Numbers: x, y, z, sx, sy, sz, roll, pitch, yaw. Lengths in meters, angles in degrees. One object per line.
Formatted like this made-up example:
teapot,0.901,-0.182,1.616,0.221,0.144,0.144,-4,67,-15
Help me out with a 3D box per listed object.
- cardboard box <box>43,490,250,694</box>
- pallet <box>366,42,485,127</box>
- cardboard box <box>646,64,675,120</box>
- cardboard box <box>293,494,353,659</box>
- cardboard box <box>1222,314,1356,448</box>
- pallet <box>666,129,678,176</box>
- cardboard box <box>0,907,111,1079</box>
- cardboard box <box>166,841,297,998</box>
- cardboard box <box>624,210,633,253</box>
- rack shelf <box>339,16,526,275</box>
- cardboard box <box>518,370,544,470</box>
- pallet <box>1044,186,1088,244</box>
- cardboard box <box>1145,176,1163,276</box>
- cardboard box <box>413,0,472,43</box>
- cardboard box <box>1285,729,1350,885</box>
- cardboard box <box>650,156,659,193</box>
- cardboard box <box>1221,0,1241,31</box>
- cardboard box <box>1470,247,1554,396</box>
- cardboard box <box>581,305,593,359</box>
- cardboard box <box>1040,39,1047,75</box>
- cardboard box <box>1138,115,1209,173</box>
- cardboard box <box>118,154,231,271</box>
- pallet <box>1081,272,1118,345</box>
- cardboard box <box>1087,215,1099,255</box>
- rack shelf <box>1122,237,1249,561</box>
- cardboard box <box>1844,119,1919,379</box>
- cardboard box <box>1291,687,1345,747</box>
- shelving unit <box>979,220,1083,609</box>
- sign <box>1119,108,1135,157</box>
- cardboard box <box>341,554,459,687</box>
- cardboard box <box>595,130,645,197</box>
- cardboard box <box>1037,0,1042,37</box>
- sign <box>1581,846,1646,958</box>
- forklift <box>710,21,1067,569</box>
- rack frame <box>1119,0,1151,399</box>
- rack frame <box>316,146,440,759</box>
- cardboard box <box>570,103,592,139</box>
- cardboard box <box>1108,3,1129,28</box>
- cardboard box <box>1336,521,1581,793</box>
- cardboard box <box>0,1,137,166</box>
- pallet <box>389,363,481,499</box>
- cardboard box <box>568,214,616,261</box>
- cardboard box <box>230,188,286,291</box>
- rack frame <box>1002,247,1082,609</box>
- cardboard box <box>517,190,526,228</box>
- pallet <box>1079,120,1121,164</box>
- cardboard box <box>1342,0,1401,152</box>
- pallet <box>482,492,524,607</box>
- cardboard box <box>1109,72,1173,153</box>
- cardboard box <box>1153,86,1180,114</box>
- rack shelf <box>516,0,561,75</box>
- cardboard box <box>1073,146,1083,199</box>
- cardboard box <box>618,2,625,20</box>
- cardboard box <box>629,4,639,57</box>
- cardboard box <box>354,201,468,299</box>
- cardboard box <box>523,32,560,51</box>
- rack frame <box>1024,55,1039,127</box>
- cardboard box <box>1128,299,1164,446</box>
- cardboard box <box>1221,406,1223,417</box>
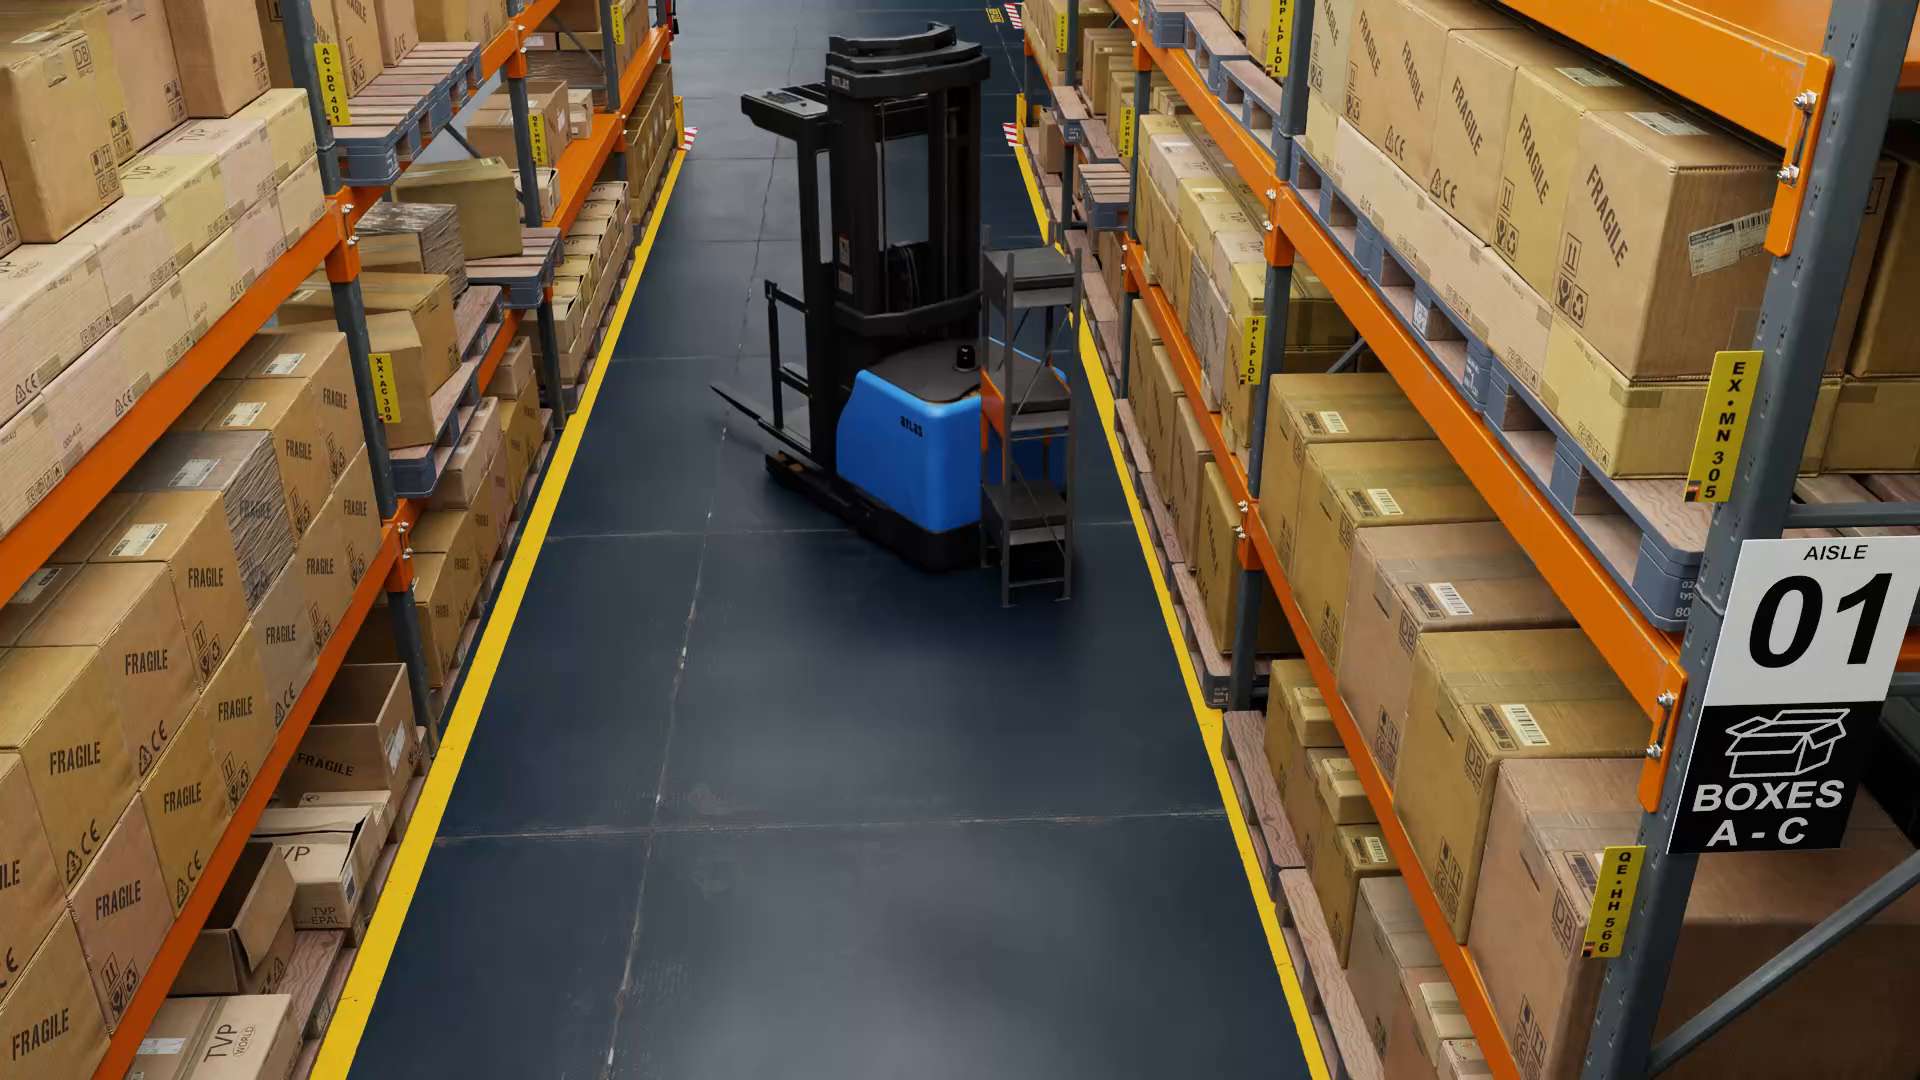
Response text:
cardboard box,-2.722,0.173,5.485,0.500,0.500,0.500,-2,28,-3
pallet,-3.109,-2.297,8.369,1.213,0.211,1.003,-1,28,-3
cardboard box,-3.389,-4.869,18.050,0.500,0.500,0.500,-1,28,-3
cardboard box,-2.777,0.150,6.611,0.500,0.500,0.500,-1,28,-1
cardboard box,1.583,-0.782,8.054,0.500,0.500,0.500,-2,28,-3
pallet,-3.633,-4.222,18.116,1.003,0.211,1.213,-1,28,-3
cardboard box,-2.639,1.323,4.361,0.500,0.500,0.500,-1,28,-2
cardboard box,-2.985,1.511,6.333,0.797,0.503,0.637,-1,28,-3
cardboard box,-3.195,-2.745,14.789,0.500,0.250,0.500,-2,28,-3
rack shelf,-3.192,-2.203,8.764,1.077,0.370,4.000,-1,28,-3
cardboard box,-3.014,-0.776,10.722,0.500,0.500,0.500,0,28,-1
pallet,1.371,-3.157,16.075,1.003,0.211,1.213,-1,28,-3
cardboard box,1.438,-1.949,10.293,0.500,0.500,0.500,0,28,-1
cardboard box,-3.187,-2.814,9.049,0.910,0.500,0.500,-1,28,-3
cardboard box,1.818,1.112,7.122,0.700,0.500,0.500,-2,28,-3
cardboard box,-3.269,-3.613,16.454,0.500,0.250,0.500,-1,28,-3
cardboard box,1.829,-3.084,9.093,0.700,0.500,0.500,0,28,0
cardboard box,1.736,-0.609,4.529,0.500,0.250,0.500,-2,28,-5
cardboard box,-3.058,-1.564,12.524,0.500,0.250,0.500,-2,28,-4
cardboard box,1.054,-4.700,16.159,0.500,0.250,0.500,-2,28,-3
cardboard box,1.418,-2.525,10.586,0.500,0.250,0.500,-1,28,-1
cardboard box,-2.745,-1.073,5.442,0.500,0.250,0.500,-1,28,-3
pallet,1.550,-1.923,13.710,1.003,0.211,1.213,-1,28,-3
cardboard box,1.496,-2.831,14.662,0.700,0.500,0.500,0,28,-1
rack shelf,1.754,-0.994,9.691,1.077,0.370,4.000,-1,28,-3
cardboard box,2.271,-0.712,3.917,0.500,0.500,0.500,-2,28,-5
cardboard box,1.631,0.755,7.106,0.380,0.149,0.250,0,28,-1
shelving unit,0.378,-0.672,9.268,0.431,2.100,0.503,-7,28,-12
sign,1.108,-2.698,11.012,0.100,0.325,0.005,-1,28,-3
cardboard box,-2.870,0.416,8.437,0.500,0.500,0.500,-3,28,-5
cardboard box,-3.217,-3.484,15.395,0.500,0.500,0.500,-1,28,-3
cardboard box,1.032,-5.273,16.446,0.500,0.500,0.500,-1,28,-1
sign,1.525,0.846,3.876,0.100,0.325,0.005,-1,28,-3
forklift,-0.629,-1.753,10.442,1.130,2.935,3.031,-19,33,-32
rack frame,1.650,-2.237,11.295,1.000,3.000,0.127,-1,28,-3
rack frame,-3.088,-0.268,7.521,1.000,3.000,0.127,-1,28,-3
cardboard box,-3.276,-3.502,13.865,0.396,0.266,0.258,-2,28,-4
cardboard box,1.625,-4.581,15.119,0.500,0.500,0.500,-2,28,-4
cardboard box,1.951,0.401,5.913,0.980,0.700,0.700,-3,28,-5
cardboard box,-3.108,-1.397,5.252,0.700,0.500,0.500,-1,28,-3
pallet,-3.021,-0.555,8.278,1.003,0.211,1.213,-1,28,-3
cardboard box,-3.141,-2.528,13.766,0.500,0.311,0.500,-1,28,-3
cardboard box,-2.781,-1.082,6.000,0.500,0.250,0.500,-1,28,-3
rack frame,0.437,-0.562,9.058,0.400,2.100,0.015,-7,28,-12
cardboard box,-3.272,-2.245,11.407,0.500,0.311,0.500,0,28,1
pallet,1.506,-3.065,13.090,1.003,0.211,1.213,-1,28,-3
cardboard box,1.649,-1.643,5.702,0.500,0.500,0.500,-2,28,-4
pallet,-3.235,0.029,9.967,1.003,0.211,1.213,-1,28,-3
cardboard box,1.528,-3.268,12.688,0.700,0.500,0.500,-1,28,-3
cardboard box,1.570,-3.071,11.609,0.380,0.149,0.250,-6,28,-11
rack shelf,-3.401,-4.050,12.306,1.077,0.370,4.000,-1,28,-3
cardboard box,1.347,-3.649,16.230,0.500,0.500,0.500,-3,28,-7
cardboard box,-3.398,-5.019,15.819,0.380,0.149,0.250,-2,28,-4
cardboard box,-3.651,-5.167,16.804,0.700,0.500,0.500,-1,28,-2
cardboard box,-3.294,-1.631,9.571,0.700,0.500,0.500,4,28,7
cardboard box,-3.734,-4.415,14.662,0.380,0.149,0.250,-1,28,-3
rack frame,1.232,-5.931,18.379,1.000,3.000,0.127,-1,28,-3
cardboard box,1.557,-1.127,11.038,0.750,0.750,0.750,-2,28,-3
cardboard box,1.553,-0.673,8.547,0.380,0.149,0.250,-1,28,-1
